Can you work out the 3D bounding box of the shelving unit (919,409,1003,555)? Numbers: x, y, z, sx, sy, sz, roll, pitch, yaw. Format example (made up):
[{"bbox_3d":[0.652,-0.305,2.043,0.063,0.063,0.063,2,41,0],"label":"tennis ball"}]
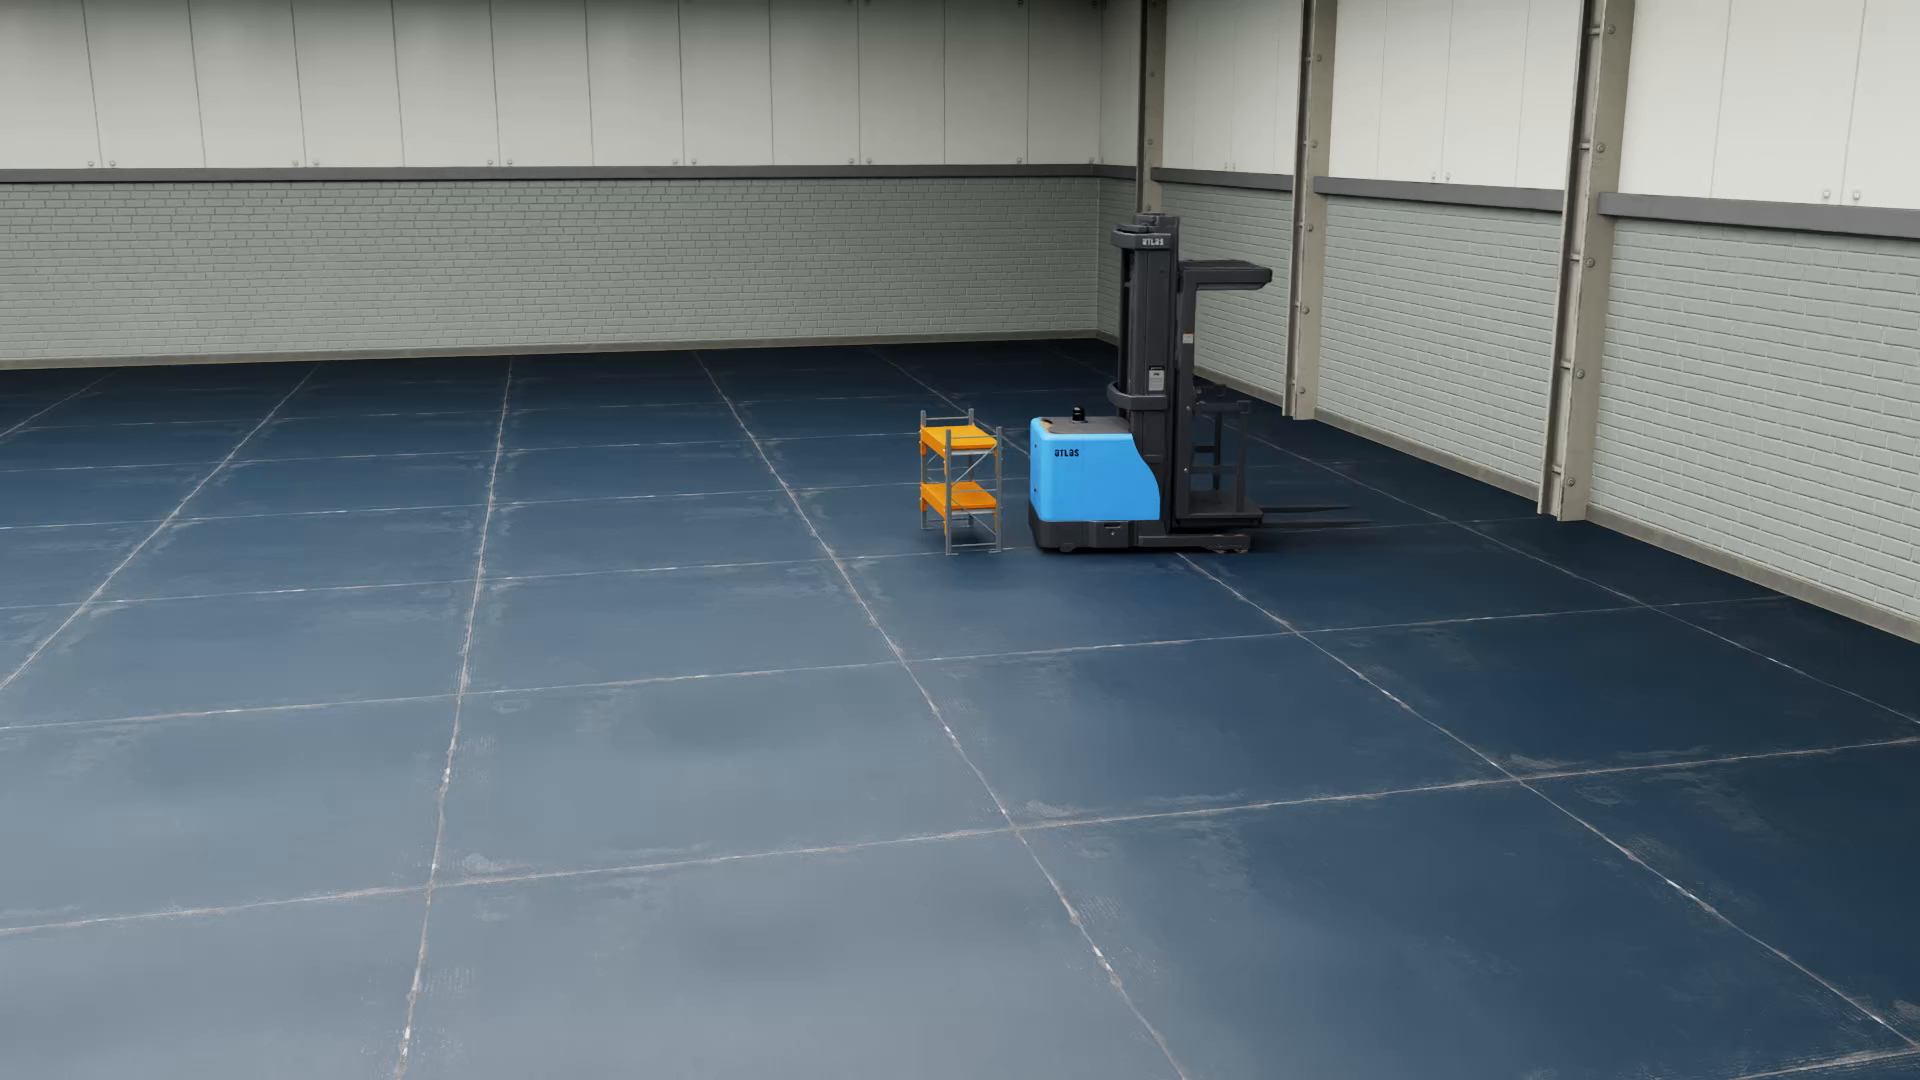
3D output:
[{"bbox_3d":[0.002,-0.545,15.110,0.538,1.125,1.048,-3,14,-13],"label":"shelving unit"}]

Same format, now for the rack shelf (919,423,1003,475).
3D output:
[{"bbox_3d":[0.002,-0.829,15.041,0.538,0.278,1.000,-3,14,-13],"label":"rack shelf"}]

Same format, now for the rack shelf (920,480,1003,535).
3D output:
[{"bbox_3d":[0.002,-0.307,15.168,0.538,0.278,1.000,-3,14,-13],"label":"rack shelf"}]

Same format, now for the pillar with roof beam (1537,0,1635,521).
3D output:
[{"bbox_3d":[1.688,-4.366,14.160,9.100,9.000,0.400,-3,14,-13],"label":"pillar with roof beam"}]

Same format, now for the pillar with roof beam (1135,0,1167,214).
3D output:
[{"bbox_3d":[-1.130,-7.134,25.491,9.100,9.000,0.400,-3,14,-13],"label":"pillar with roof beam"}]

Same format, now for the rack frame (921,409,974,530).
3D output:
[{"bbox_3d":[-0.118,-0.662,15.590,0.500,1.125,0.032,-3,14,-13],"label":"rack frame"}]

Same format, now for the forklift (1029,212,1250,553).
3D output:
[{"bbox_3d":[2.181,-1.430,14.928,3.031,2.935,1.130,-1,14,-4],"label":"forklift"}]

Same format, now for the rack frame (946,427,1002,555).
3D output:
[{"bbox_3d":[0.121,-0.428,14.630,0.500,1.125,0.032,-3,14,-13],"label":"rack frame"}]
